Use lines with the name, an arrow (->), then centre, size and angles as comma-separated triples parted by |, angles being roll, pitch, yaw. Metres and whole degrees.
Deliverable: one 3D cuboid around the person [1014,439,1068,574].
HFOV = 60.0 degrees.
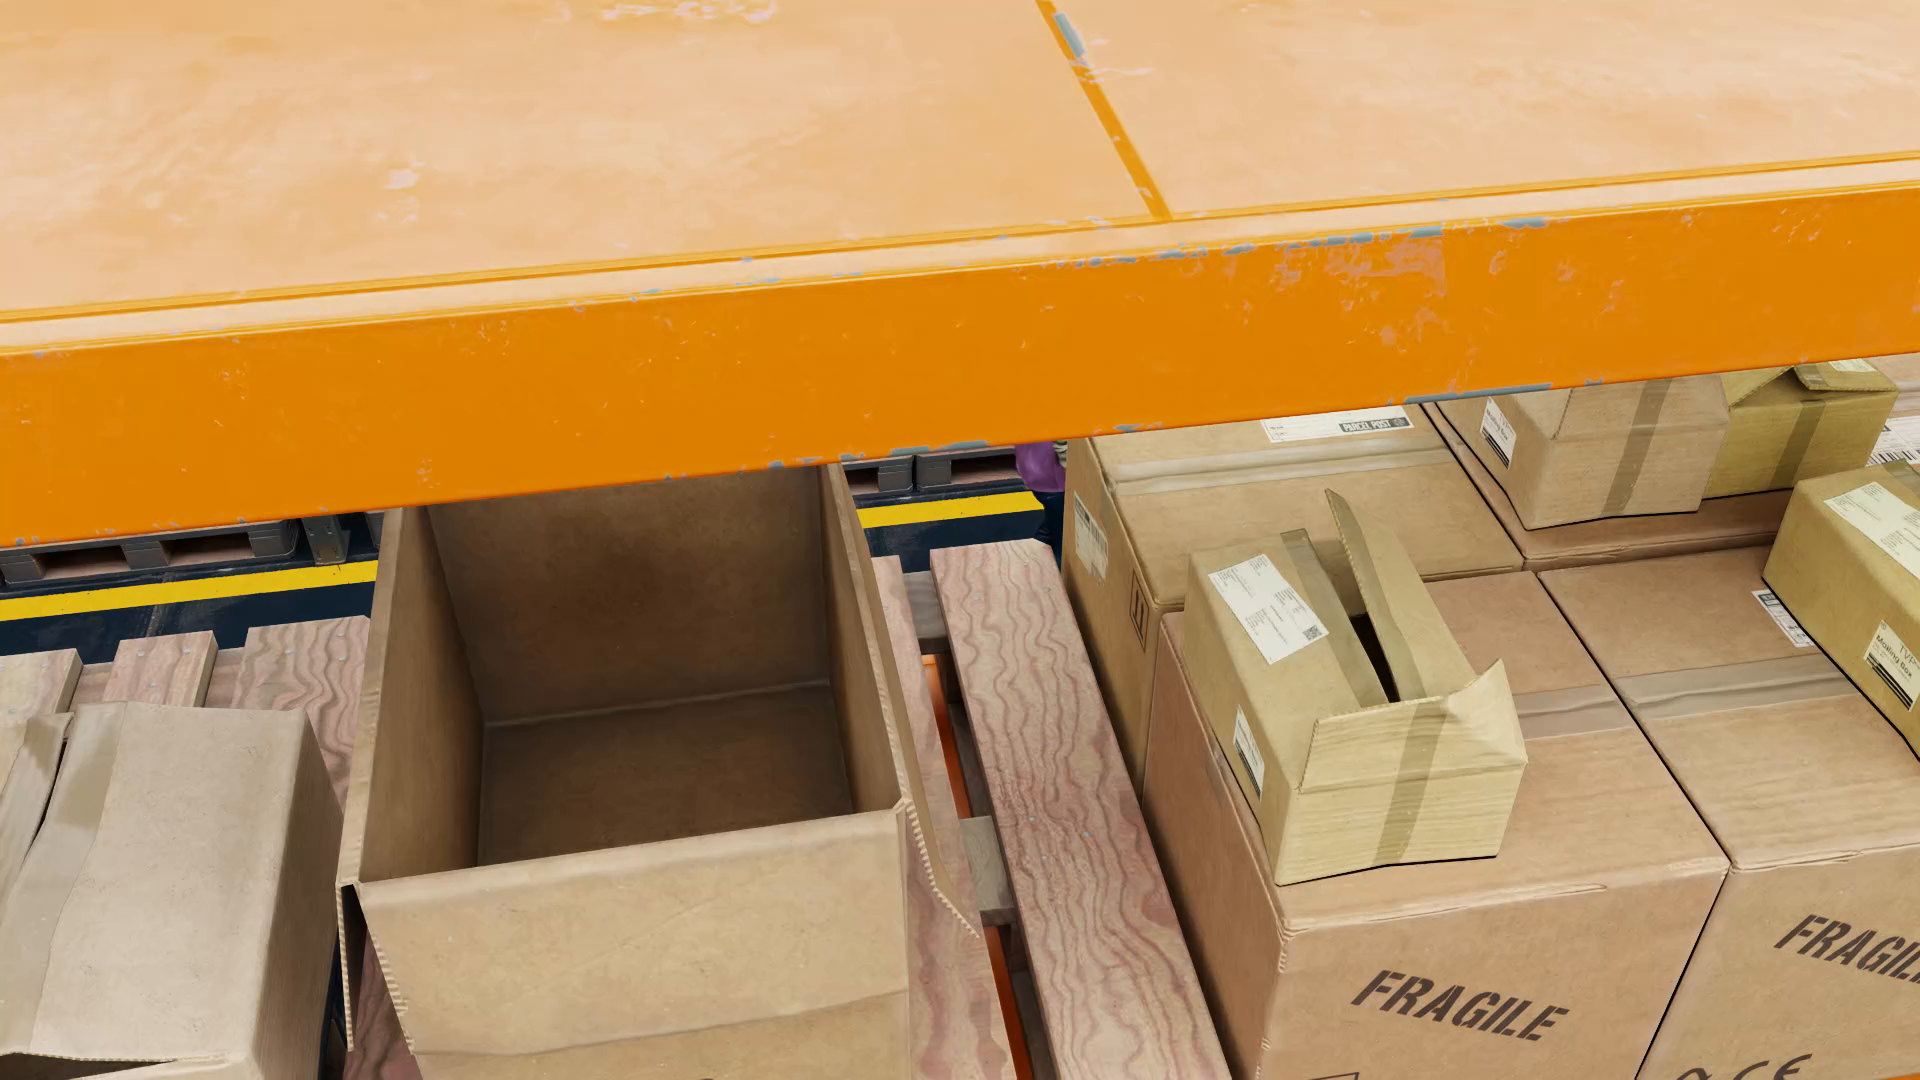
person -> 0.393, -0.282, 6.510 | 0.343, 1.591, 0.462 | -8, 40, -9
